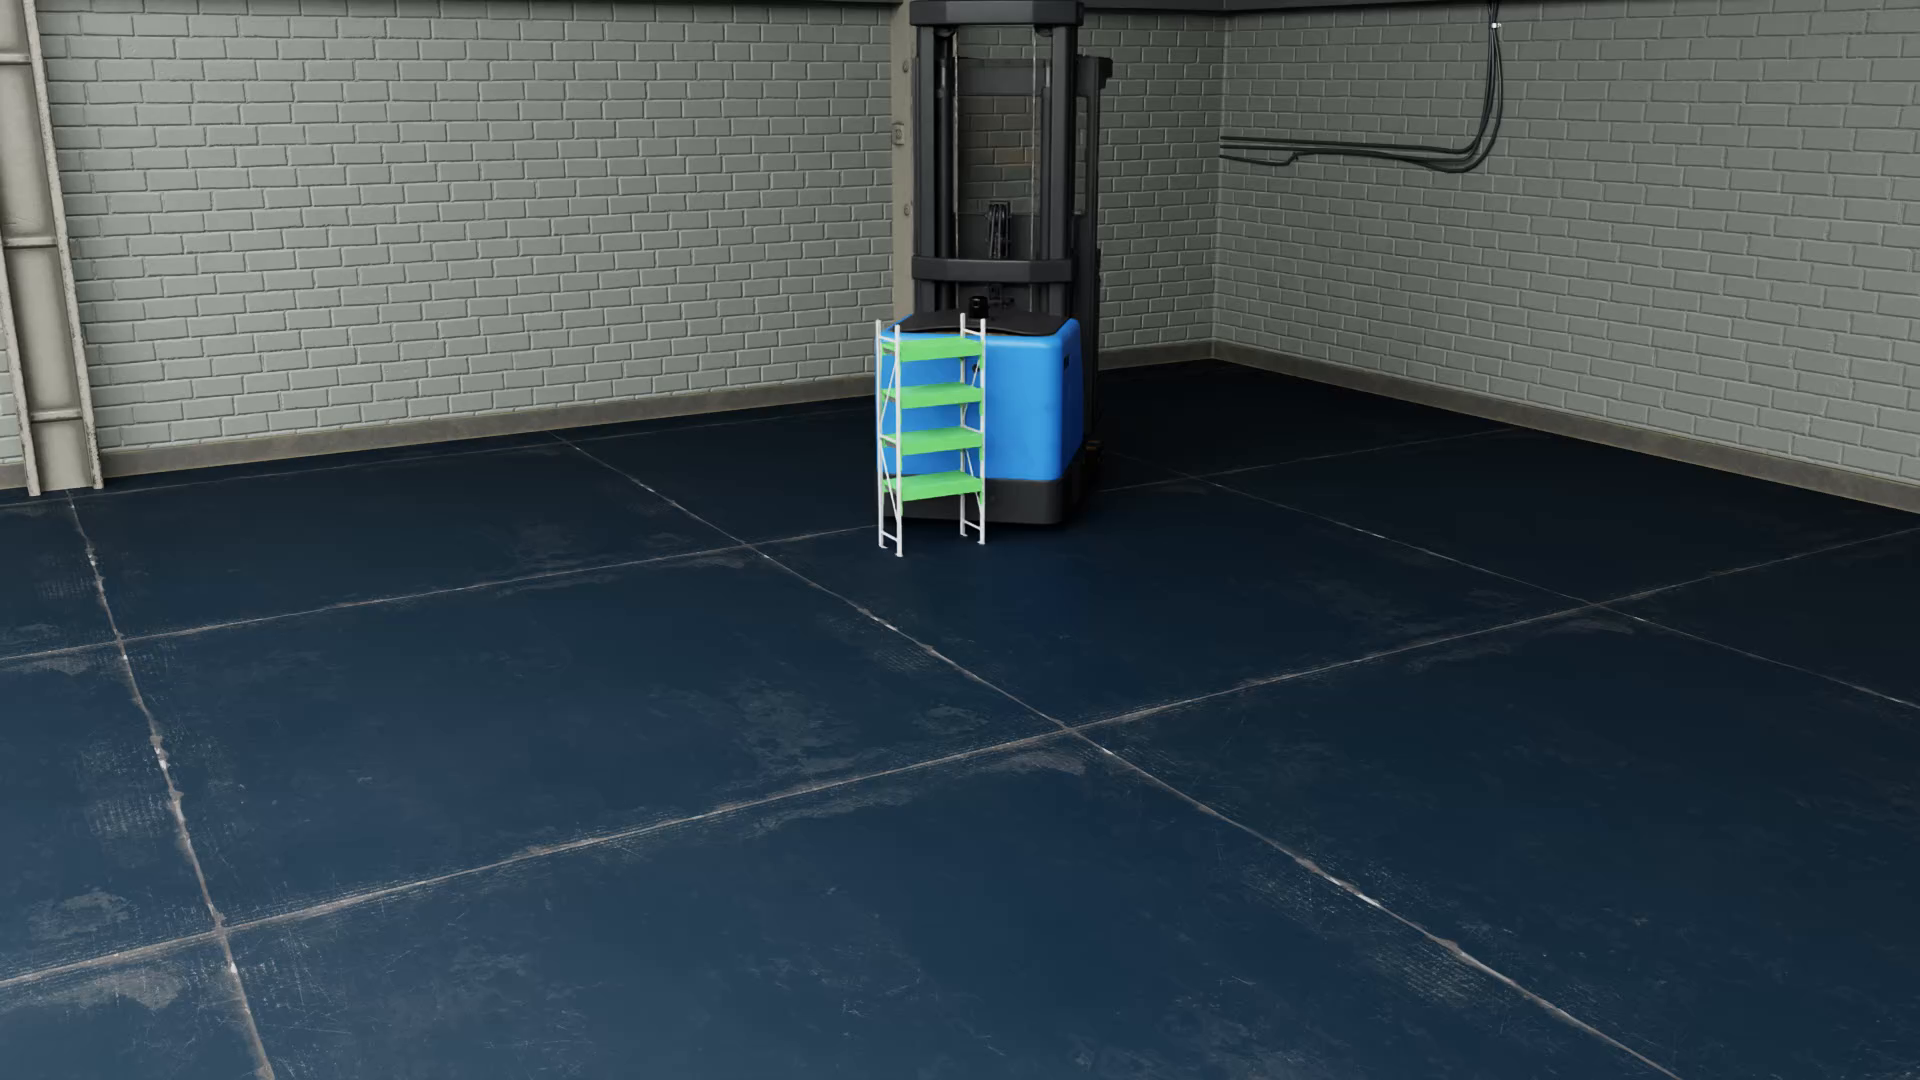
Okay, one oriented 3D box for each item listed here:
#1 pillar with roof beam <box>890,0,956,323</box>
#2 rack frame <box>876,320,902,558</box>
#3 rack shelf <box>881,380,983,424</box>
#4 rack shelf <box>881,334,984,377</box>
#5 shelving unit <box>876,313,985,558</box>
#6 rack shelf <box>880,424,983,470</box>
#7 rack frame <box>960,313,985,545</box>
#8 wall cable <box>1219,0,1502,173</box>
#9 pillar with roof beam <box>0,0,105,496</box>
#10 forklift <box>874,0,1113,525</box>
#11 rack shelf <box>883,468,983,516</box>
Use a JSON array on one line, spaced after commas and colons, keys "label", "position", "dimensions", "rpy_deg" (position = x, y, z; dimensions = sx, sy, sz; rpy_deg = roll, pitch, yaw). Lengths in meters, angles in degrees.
[{"label": "pillar with roof beam", "position": [1.950, -4.494, 8.269], "dimensions": [0.400, 9.000, 9.100], "rpy_deg": [-9, 18, -30]}, {"label": "rack frame", "position": [-0.364, -0.516, 8.528], "dimensions": [0.015, 1.200, 0.240], "rpy_deg": [-8, 18, -27]}, {"label": "rack shelf", "position": [-0.149, -0.717, 8.592], "dimensions": [0.480, 0.148, 0.258], "rpy_deg": [-8, 18, -27]}, {"label": "rack shelf", "position": [-0.149, -0.948, 8.527], "dimensions": [0.480, 0.148, 0.258], "rpy_deg": [-8, 18, -27]}, {"label": "shelving unit", "position": [-0.149, -0.547, 8.639], "dimensions": [0.503, 1.200, 0.258], "rpy_deg": [-8, 18, -27]}, {"label": "rack shelf", "position": [-0.149, -0.486, 8.657], "dimensions": [0.480, 0.148, 0.258], "rpy_deg": [-8, 18, -27]}, {"label": "rack frame", "position": [0.066, -0.579, 8.751], "dimensions": [0.015, 1.200, 0.240], "rpy_deg": [-8, 18, -27]}, {"label": "wall cable", "position": [2.939, -4.098, 12.610], "dimensions": [0.112, 2.526, 3.097], "rpy_deg": [-9, 18, -30]}, {"label": "pillar with roof beam", "position": [-3.193, -3.660, 5.293], "dimensions": [0.400, 9.000, 9.100], "rpy_deg": [-9, 18, -30]}, {"label": "forklift", "position": [0.314, -1.848, 10.071], "dimensions": [1.130, 2.935, 3.031], "rpy_deg": [3, 16, 11]}, {"label": "rack shelf", "position": [-0.149, -0.255, 8.721], "dimensions": [0.480, 0.148, 0.258], "rpy_deg": [-8, 18, -27]}]
